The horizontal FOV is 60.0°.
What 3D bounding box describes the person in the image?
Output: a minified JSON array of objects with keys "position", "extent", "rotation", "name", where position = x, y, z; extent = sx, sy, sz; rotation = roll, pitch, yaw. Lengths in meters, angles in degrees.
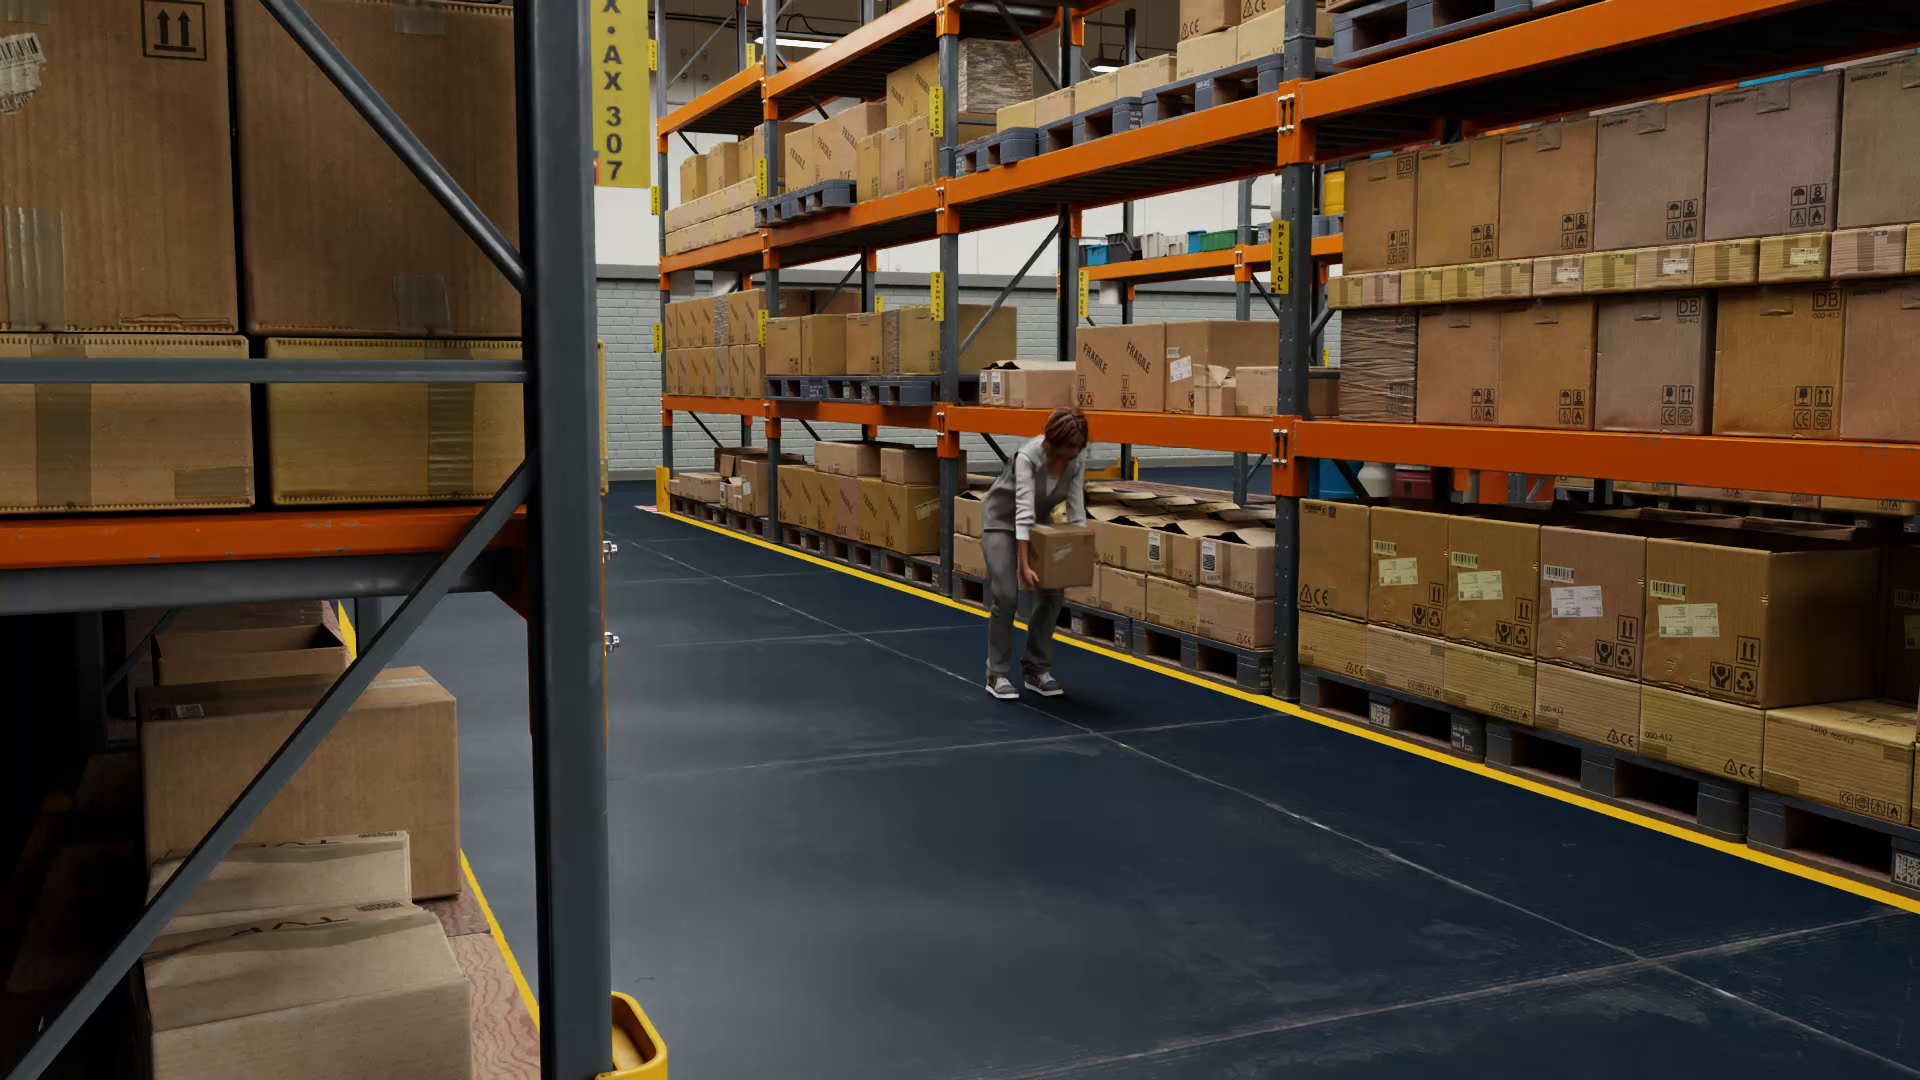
[{"position":[0.361,0.089,7.687],"extent":[0.378,1.331,0.728],"rotation":[-3,6,-26],"name":"person"}]
